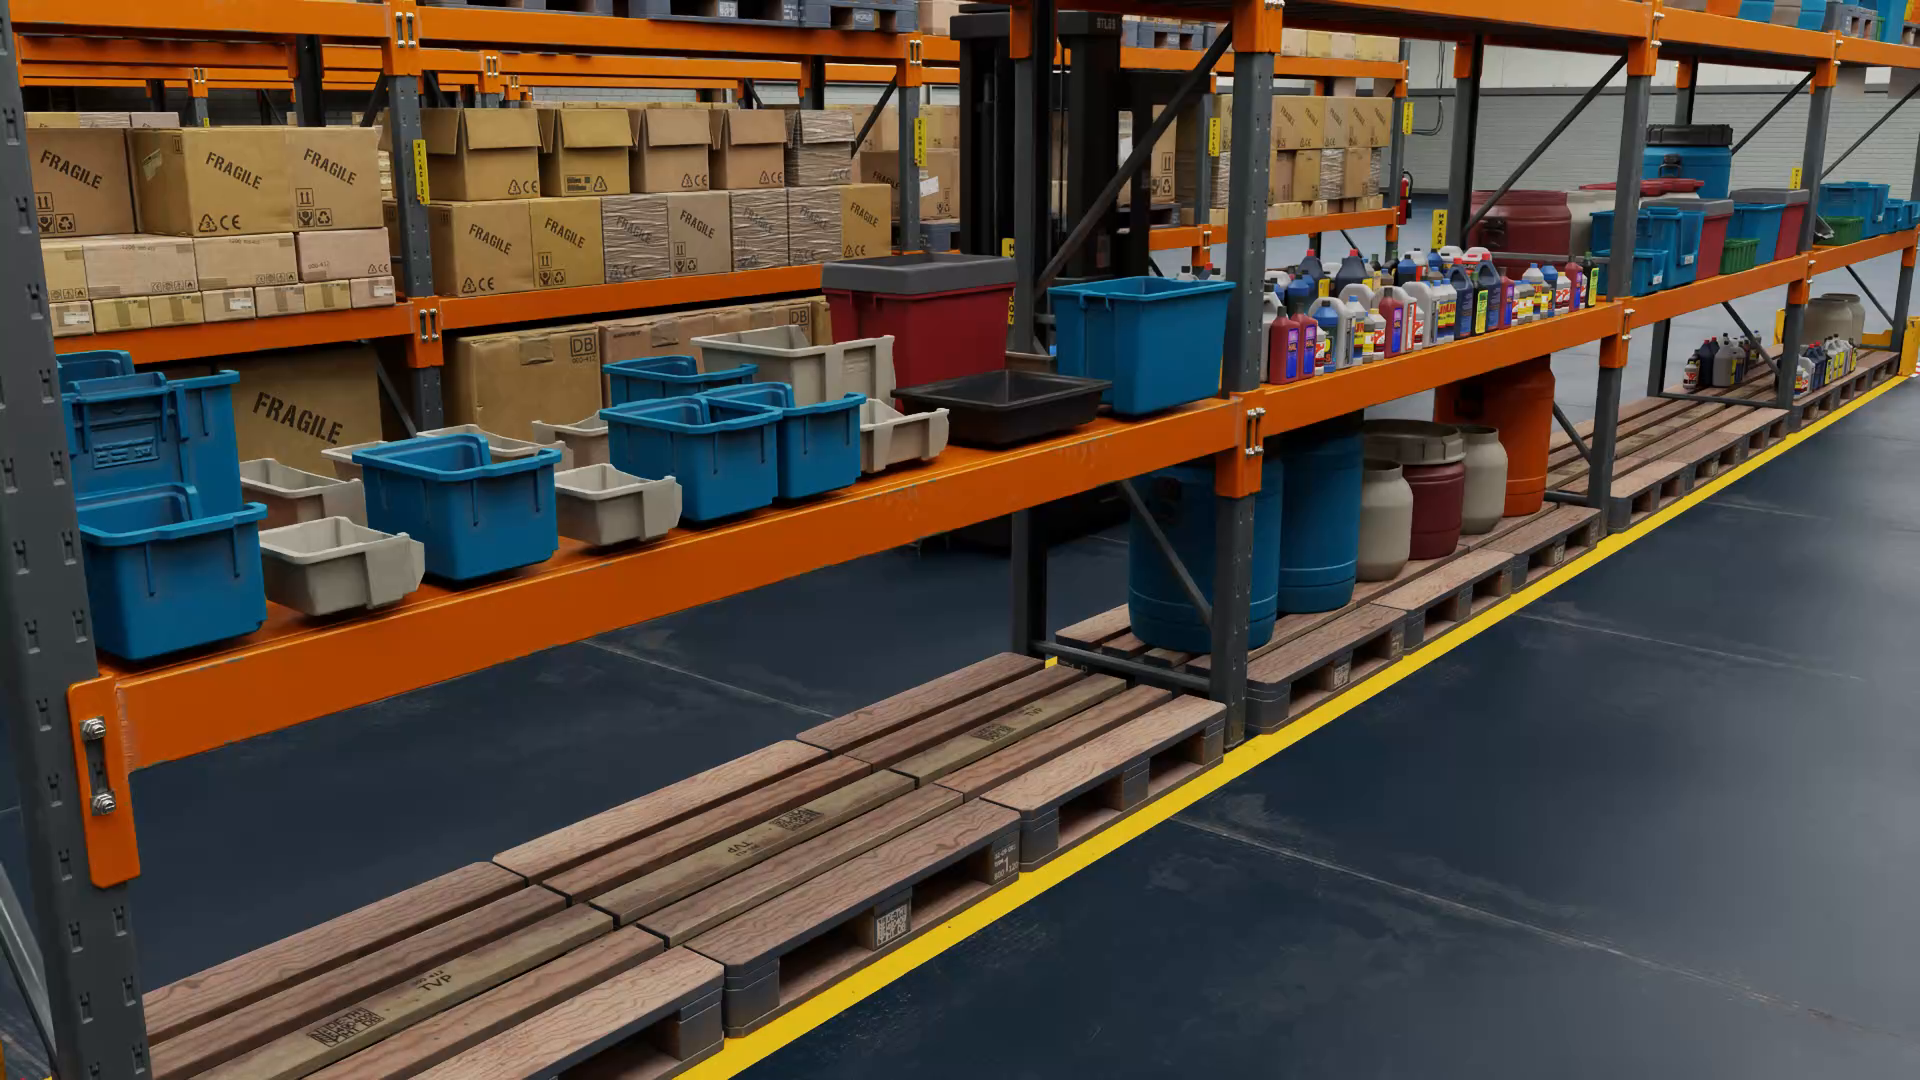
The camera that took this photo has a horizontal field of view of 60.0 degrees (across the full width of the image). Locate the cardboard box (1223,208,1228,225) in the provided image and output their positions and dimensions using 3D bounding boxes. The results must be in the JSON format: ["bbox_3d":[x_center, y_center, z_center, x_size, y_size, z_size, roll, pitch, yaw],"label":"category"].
[{"bbox_3d":[2.340,-2.986,15.294,0.380,0.149,0.250,11,18,38],"label":"cardboard box"}]

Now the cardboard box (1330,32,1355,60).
[{"bbox_3d":[3.572,-4.889,16.490,0.500,0.250,0.500,12,18,39],"label":"cardboard box"}]

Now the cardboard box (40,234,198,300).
[{"bbox_3d":[-3.942,-1.284,7.785,0.500,0.250,0.500,12,18,39],"label":"cardboard box"}]

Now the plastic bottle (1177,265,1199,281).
[{"bbox_3d":[0.951,-0.971,6.954,0.144,0.351,0.185,11,18,38],"label":"plastic bottle"}]

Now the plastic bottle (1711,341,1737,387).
[{"bbox_3d":[5.948,-1.375,12.931,0.144,0.351,0.185,11,18,38],"label":"plastic bottle"}]

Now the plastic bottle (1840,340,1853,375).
[{"bbox_3d":[7.177,-1.496,13.558,0.152,0.276,0.135,11,18,38],"label":"plastic bottle"}]

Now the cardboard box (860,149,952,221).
[{"bbox_3d":[-0.403,-2.662,12.455,0.500,0.500,0.500,9,17,31],"label":"cardboard box"}]

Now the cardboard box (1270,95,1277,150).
[{"bbox_3d":[2.597,-3.887,15.493,0.500,0.500,0.500,11,18,38],"label":"cardboard box"}]

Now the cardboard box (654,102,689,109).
[{"bbox_3d":[-4.106,-5.703,22.641,0.700,0.500,0.500,11,18,37],"label":"cardboard box"}]

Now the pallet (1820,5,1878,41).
[{"bbox_3d":[6.033,-3.816,12.343,1.213,0.211,1.003,11,18,38],"label":"pallet"}]

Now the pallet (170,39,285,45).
[{"bbox_3d":[-5.899,-3.985,13.008,1.213,0.211,1.003,11,18,38],"label":"pallet"}]

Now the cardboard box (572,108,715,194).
[{"bbox_3d":[-2.011,-2.444,10.411,0.797,0.503,0.637,12,19,39],"label":"cardboard box"}]

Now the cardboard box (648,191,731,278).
[{"bbox_3d":[-1.791,-1.925,10.404,0.500,0.500,0.500,12,18,39],"label":"cardboard box"}]

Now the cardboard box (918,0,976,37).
[{"bbox_3d":[-0.217,-3.733,11.936,0.500,0.250,0.500,12,18,39],"label":"cardboard box"}]

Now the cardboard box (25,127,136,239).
[{"bbox_3d":[-4.364,-1.724,7.995,0.500,0.500,0.500,11,18,36],"label":"cardboard box"}]

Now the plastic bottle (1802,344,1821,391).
[{"bbox_3d":[6.486,-1.320,12.714,0.144,0.351,0.185,12,18,39],"label":"plastic bottle"}]

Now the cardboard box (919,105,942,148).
[{"bbox_3d":[-0.704,-4.823,19.520,0.875,0.550,0.500,11,18,38],"label":"cardboard box"}]

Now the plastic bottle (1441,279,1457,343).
[{"bbox_3d":[2.098,-0.994,7.205,0.097,0.271,0.097,0,14,0],"label":"plastic bottle"}]

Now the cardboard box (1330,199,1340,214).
[{"bbox_3d":[3.665,-3.434,17.059,0.380,0.149,0.250,11,18,38],"label":"cardboard box"}]

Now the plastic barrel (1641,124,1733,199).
[{"bbox_3d":[5.177,-2.516,11.918,0.600,0.901,0.708,11,18,38],"label":"plastic barrel"}]

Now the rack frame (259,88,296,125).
[{"bbox_3d":[-9.768,-5.368,24.161,1.000,3.000,0.127,11,18,38],"label":"rack frame"}]

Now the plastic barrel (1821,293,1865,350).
[{"bbox_3d":[7.815,-1.926,14.813,0.421,0.512,0.421,0,14,0],"label":"plastic barrel"}]

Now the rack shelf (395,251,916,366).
[{"bbox_3d":[-1.968,-1.569,10.669,1.077,0.370,4.000,11,18,38],"label":"rack shelf"}]

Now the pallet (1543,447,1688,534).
[{"bbox_3d":[3.659,-0.325,9.974,1.003,0.211,1.213,11,18,38],"label":"pallet"}]

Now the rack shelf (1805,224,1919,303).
[{"bbox_3d":[6.913,-2.335,13.682,1.077,0.370,4.000,11,18,38],"label":"rack shelf"}]

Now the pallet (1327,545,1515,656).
[{"bbox_3d":[1.911,0.207,7.879,1.003,0.211,1.213,11,18,38],"label":"pallet"}]

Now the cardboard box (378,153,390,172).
[{"bbox_3d":[-4.946,-3.143,13.854,0.380,0.149,0.250,12,19,39],"label":"cardboard box"}]

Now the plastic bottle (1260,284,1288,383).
[{"bbox_3d":[1.126,-0.769,6.160,0.144,0.351,0.185,11,18,38],"label":"plastic bottle"}]

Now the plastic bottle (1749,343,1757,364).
[{"bbox_3d":[6.723,-1.605,14.137,0.097,0.201,0.097,0,14,0],"label":"plastic bottle"}]

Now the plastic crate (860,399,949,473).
[{"bbox_3d":[-0.233,-0.290,4.584,0.293,0.136,0.466,11,18,38],"label":"plastic crate"}]

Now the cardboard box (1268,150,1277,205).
[{"bbox_3d":[2.476,-3.426,15.711,0.875,0.500,0.500,11,18,38],"label":"cardboard box"}]

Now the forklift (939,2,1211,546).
[{"bbox_3d":[0.752,-1.682,9.793,1.130,2.935,3.031,11,18,36],"label":"forklift"}]

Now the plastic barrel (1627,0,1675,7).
[{"bbox_3d":[3.575,-3.054,8.735,0.421,0.512,0.421,0,14,0],"label":"plastic barrel"}]

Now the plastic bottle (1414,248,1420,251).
[{"bbox_3d":[2.376,-1.389,8.736,0.061,0.283,0.133,11,18,38],"label":"plastic bottle"}]

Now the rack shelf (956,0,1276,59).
[{"bbox_3d":[-0.629,-1.490,4.267,1.077,0.370,4.000,11,18,38],"label":"rack shelf"}]

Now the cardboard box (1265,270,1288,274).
[{"bbox_3d":[3.154,-2.471,16.982,0.500,0.500,0.500,14,20,43],"label":"cardboard box"}]

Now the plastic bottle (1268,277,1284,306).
[{"bbox_3d":[1.364,-1.008,7.260,0.097,0.271,0.097,0,14,0],"label":"plastic bottle"}]

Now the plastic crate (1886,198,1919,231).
[{"bbox_3d":[8.088,-2.852,14.560,0.499,0.251,0.616,11,18,38],"label":"plastic crate"}]

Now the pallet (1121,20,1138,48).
[{"bbox_3d":[0.683,-4.129,13.573,1.213,0.211,1.003,11,18,38],"label":"pallet"}]

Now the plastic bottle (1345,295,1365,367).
[{"bbox_3d":[1.539,-0.824,6.535,0.097,0.271,0.097,0,14,0],"label":"plastic bottle"}]

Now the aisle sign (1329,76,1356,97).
[{"bbox_3d":[4.123,-5.151,18.028,0.394,0.787,0.004,11,18,38],"label":"aisle sign"}]

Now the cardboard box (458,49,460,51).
[{"bbox_3d":[-6.159,-6.051,20.209,0.500,0.250,0.500,11,18,36],"label":"cardboard box"}]

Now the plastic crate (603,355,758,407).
[{"bbox_3d":[-0.795,-0.383,4.757,0.416,0.233,0.300,11,18,38],"label":"plastic crate"}]

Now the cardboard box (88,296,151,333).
[{"bbox_3d":[-3.969,-1.058,7.705,0.380,0.149,0.250,11,18,37],"label":"cardboard box"}]

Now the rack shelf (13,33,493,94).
[{"bbox_3d":[-5.762,-3.810,13.397,1.077,0.370,4.000,11,18,38],"label":"rack shelf"}]

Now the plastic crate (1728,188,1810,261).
[{"bbox_3d":[5.589,-2.191,11.527,0.402,0.464,0.583,11,18,38],"label":"plastic crate"}]

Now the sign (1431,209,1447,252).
[{"bbox_3d":[2.709,-1.697,9.380,0.100,0.325,0.005,11,18,38],"label":"sign"}]

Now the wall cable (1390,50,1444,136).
[{"bbox_3d":[13.343,-13.647,50.875,3.097,2.526,0.112,11,18,38],"label":"wall cable"}]

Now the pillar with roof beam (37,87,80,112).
[{"bbox_3d":[-8.815,-7.232,19.316,9.100,9.000,0.400,11,18,38],"label":"pillar with roof beam"}]

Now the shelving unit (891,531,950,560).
[{"bbox_3d":[-0.210,-0.442,8.731,0.215,1.050,0.252,11,18,36],"label":"shelving unit"}]

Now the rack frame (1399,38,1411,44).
[{"bbox_3d":[4.317,-6.741,17.380,1.000,3.000,0.127,11,18,38],"label":"rack frame"}]

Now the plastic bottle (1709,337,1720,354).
[{"bbox_3d":[5.957,-1.434,13.164,0.144,0.351,0.185,10,17,35],"label":"plastic bottle"}]

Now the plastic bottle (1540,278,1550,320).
[{"bbox_3d":[2.804,-1.175,8.060,0.097,0.201,0.097,0,14,0],"label":"plastic bottle"}]
